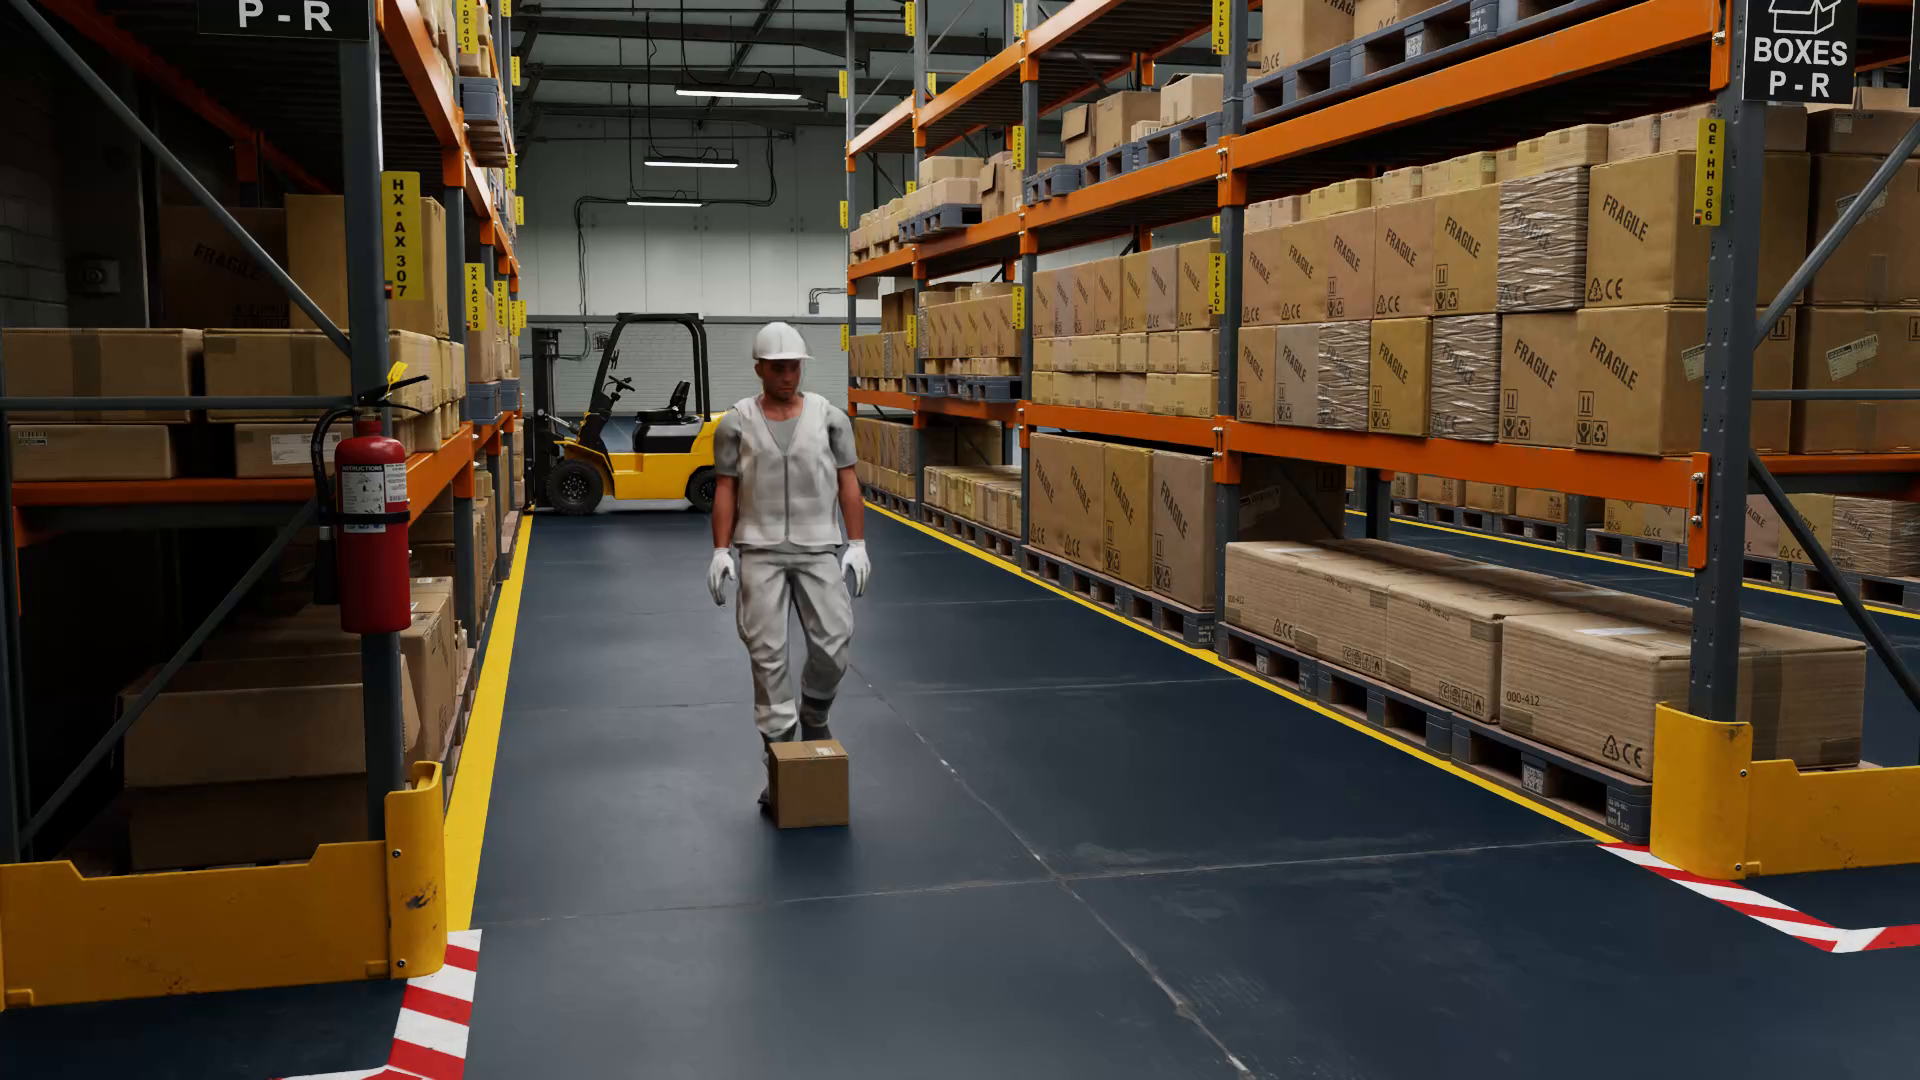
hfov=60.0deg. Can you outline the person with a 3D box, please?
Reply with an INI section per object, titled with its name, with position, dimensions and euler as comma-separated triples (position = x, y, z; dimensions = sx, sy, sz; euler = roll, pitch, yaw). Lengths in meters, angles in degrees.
[person]
position = -0.638, 0.068, 6.245
dimensions = 0.617, 1.765, 0.679
euler = -1, 6, -6
